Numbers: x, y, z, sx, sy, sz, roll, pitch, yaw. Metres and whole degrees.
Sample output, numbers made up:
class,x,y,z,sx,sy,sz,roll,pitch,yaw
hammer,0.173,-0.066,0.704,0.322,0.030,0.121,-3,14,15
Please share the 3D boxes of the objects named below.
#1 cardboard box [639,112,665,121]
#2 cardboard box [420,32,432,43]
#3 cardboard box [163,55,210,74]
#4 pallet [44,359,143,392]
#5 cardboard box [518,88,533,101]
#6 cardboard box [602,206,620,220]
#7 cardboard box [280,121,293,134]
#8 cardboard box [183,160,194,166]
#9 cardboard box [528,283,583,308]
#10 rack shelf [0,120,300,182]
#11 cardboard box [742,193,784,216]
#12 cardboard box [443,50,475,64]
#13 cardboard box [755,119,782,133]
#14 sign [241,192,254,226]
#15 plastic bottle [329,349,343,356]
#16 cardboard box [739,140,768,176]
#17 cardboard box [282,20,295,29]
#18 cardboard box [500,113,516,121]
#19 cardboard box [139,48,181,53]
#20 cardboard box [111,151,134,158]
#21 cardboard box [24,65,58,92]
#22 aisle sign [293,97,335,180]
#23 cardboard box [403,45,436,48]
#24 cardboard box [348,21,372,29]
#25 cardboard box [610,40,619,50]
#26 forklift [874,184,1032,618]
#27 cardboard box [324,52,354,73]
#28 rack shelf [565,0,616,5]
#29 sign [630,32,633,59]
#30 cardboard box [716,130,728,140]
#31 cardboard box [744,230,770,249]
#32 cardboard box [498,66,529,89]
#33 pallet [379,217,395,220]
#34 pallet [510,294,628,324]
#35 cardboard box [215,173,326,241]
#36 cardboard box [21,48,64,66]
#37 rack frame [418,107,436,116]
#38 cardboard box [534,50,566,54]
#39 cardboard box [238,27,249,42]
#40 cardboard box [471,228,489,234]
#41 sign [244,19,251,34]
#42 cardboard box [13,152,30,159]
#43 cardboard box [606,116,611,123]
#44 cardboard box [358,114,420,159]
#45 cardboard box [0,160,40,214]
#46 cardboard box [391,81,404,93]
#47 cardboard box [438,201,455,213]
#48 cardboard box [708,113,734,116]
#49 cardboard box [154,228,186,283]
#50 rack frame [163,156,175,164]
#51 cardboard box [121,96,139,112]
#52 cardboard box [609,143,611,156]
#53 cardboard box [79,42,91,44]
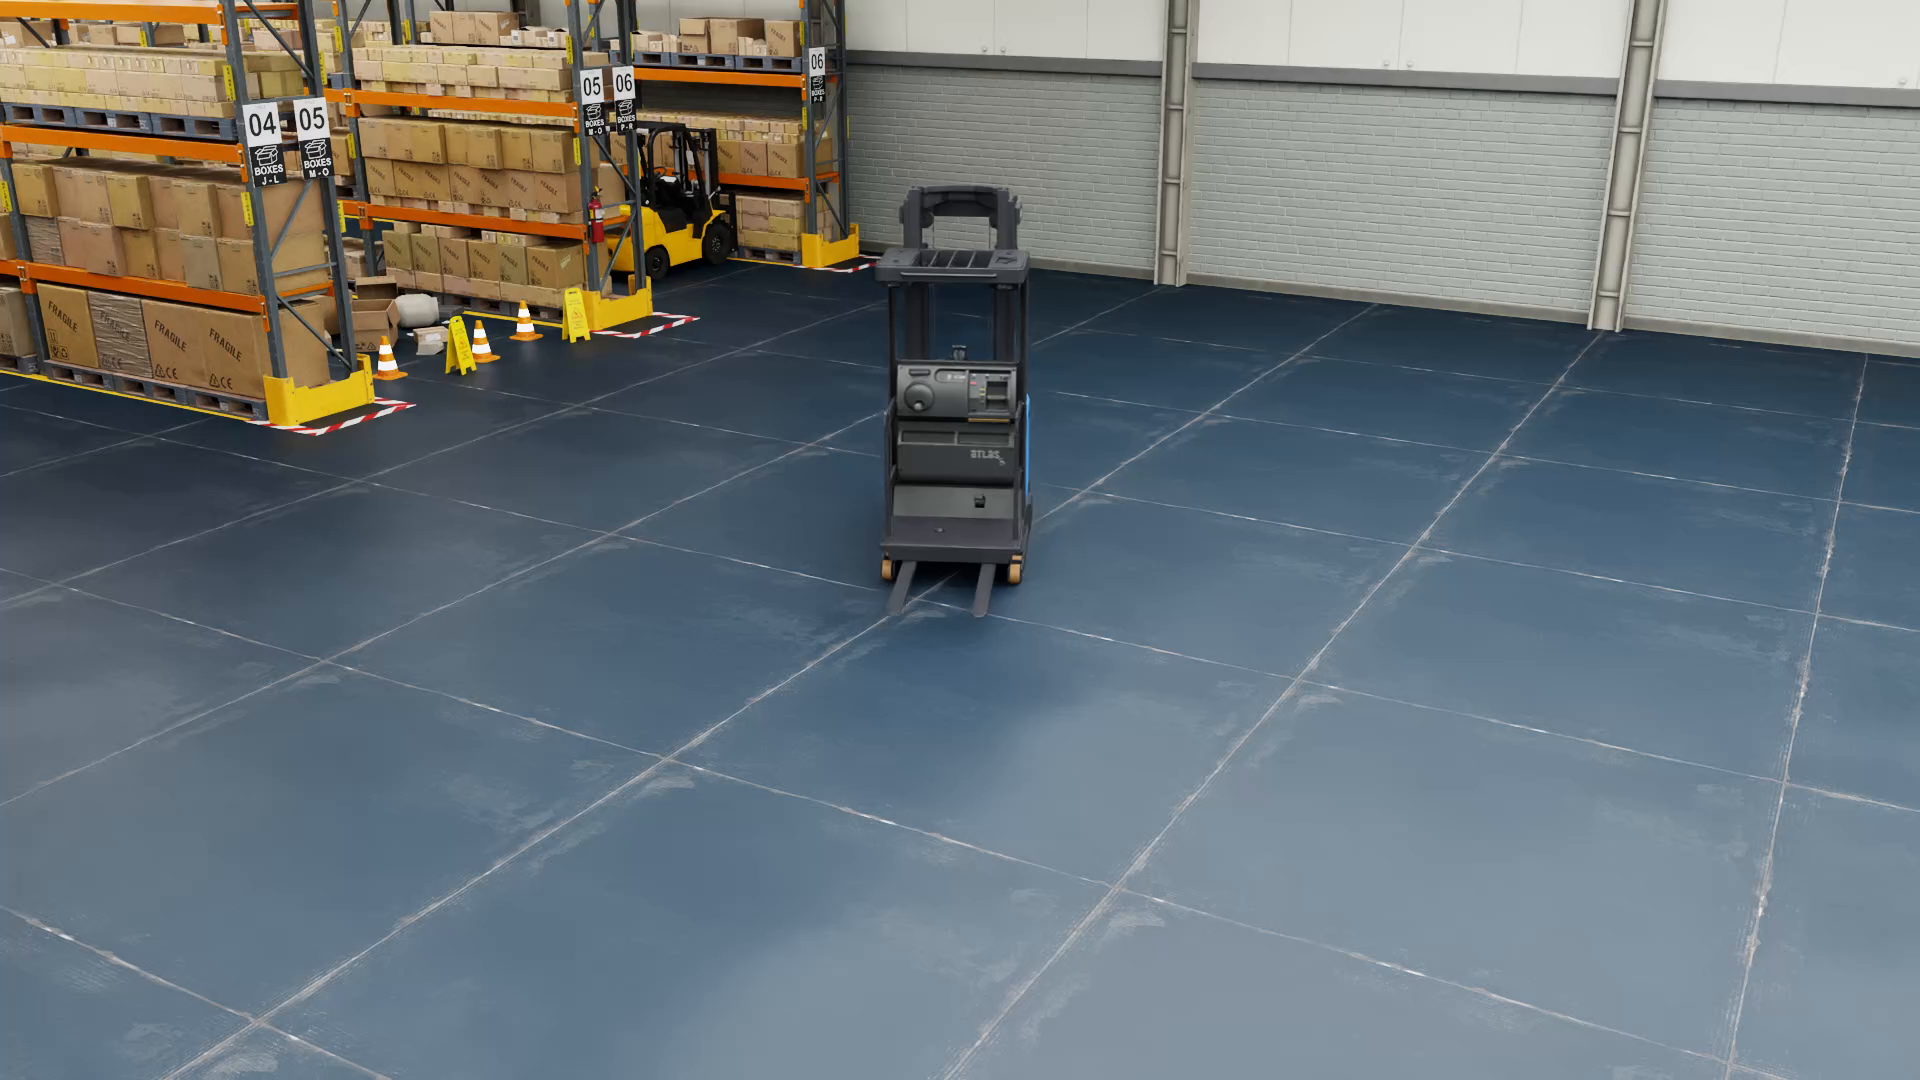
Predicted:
class,x,y,z,sx,sy,sz,roll,pitch,yaw
cardboard box,-4.880,-6.702,26.409,0.250,0.149,0.380,10,22,26
cardboard box,-8.848,-8.470,27.997,0.250,0.166,0.380,11,23,27
cardboard box,-7.664,-4.725,16.530,0.250,0.149,0.380,11,23,28
pallet,-9.630,-1.979,19.011,1.213,0.211,1.003,11,23,27
cardboard box,-5.334,-5.619,20.926,0.250,0.149,0.380,12,23,29
cardboard box,-4.633,-4.265,21.592,0.250,0.149,0.380,11,23,28
cardboard box,-9.302,-5.778,23.245,0.250,0.149,0.380,10,22,25
cardboard box,-11.229,-5.565,24.561,0.250,0.149,0.380,9,22,24
cardboard box,-5.296,-3.228,21.781,0.500,0.250,0.500,11,23,27
rack shelf,-8.510,-4.179,17.643,4.000,0.370,1.077,11,23,27
cardboard box,-3.023,-5.185,25.710,0.500,0.250,0.500,11,23,28
cardboard box,-6.417,-6.213,21.395,0.250,0.149,0.380,11,23,28
cardboard box,-2.908,-6.299,25.297,0.250,0.149,0.380,11,23,28
sign,-7.040,-3.271,16.438,0.005,0.325,0.100,11,23,27
plastic bottle,-7.457,-2.252,19.984,0.283,0.061,0.133,3,20,9
cardboard box,-3.026,-5.883,25.537,0.500,0.500,0.500,12,23,29
cardboard box,-11.744,-9.122,29.384,0.250,0.149,0.380,10,22,26
cardboard box,-7.464,-7.059,27.828,0.250,0.149,0.380,11,23,27
cardboard box,-8.455,-5.132,17.653,0.250,0.149,0.380,11,23,28
cardboard box,-12.418,-5.849,25.077,0.500,0.250,0.500,10,22,26
cardboard box,-9.524,-4.915,17.639,0.500,0.250,0.500,11,22,27
aisle sign,-6.555,-4.074,16.885,0.004,0.787,0.394,11,23,27
cardboard box,-7.282,-6.589,22.430,0.250,0.149,0.380,10,22,26
cardboard box,-10.360,-8.884,28.758,0.250,0.149,0.380,10,22,26
cardboard box,-5.269,-7.780,26.120,0.250,0.149,0.380,11,23,28
forklift,-0.042,-1.151,12.740,1.130,2.935,3.031,2,20,5
cardboard box,-8.510,-6.521,22.649,0.500,0.250,0.500,10,22,26
rack shelf,-6.184,-7.078,21.241,4.000,0.370,1.077,11,23,27
sign,-4.173,-6.247,21.008,0.005,0.325,0.100,11,23,27
cardboard box,-3.592,-6.275,25.668,0.250,0.149,0.380,11,23,28
cardboard box,-3.014,-4.718,25.888,0.500,0.250,0.500,11,23,27
cardboard box,-5.448,-5.837,20.943,0.500,0.250,0.500,10,22,27
pallet,-9.638,-5.898,29.815,1.213,0.211,1.003,11,23,27
pallet,-5.196,-3.112,22.135,1.213,0.211,1.003,11,23,27
cardboard box,-7.069,-3.426,17.107,0.550,0.550,0.875,11,23,27
cardboard box,-9.660,-5.105,17.577,0.250,0.149,0.380,11,22,27
rack frame,-9.005,-7.074,28.966,0.127,3.000,1.000,11,23,27
cardboard box,-5.247,-6.213,21.393,0.250,0.149,0.380,11,23,27
cardboard box,-13.040,-9.224,30.279,0.500,0.250,0.500,11,23,28
cardboard box,-6.392,-4.000,22.811,0.500,0.500,0.500,12,23,30
sign,-12.755,-9.229,29.752,0.005,0.325,0.100,11,23,27
cardboard box,-14.659,-6.038,26.332,0.500,0.250,0.500,10,22,26
cardboard box,-5.715,-6.883,27.342,0.250,0.149,0.380,10,22,26
cardboard box,-7.652,-5.449,22.439,0.500,0.500,0.700,11,22,27
cardboard box,-10.692,-4.037,18.984,0.500,0.500,0.700,10,22,26
cardboard box,-7.306,-6.029,22.055,0.250,0.149,0.380,11,23,27
cardboard box,-6.699,-4.449,22.098,0.250,0.149,0.380,11,23,28
cardboard box,-3.778,-6.663,26.301,0.250,0.149,0.380,12,23,29
cardboard box,-8.028,-3.109,17.816,0.550,0.550,0.875,11,23,27
rack frame,-11.422,-5.595,24.891,0.127,3.000,1.000,11,23,27
cardboard box,-8.328,-4.477,17.014,0.250,0.149,0.380,11,23,28
cardboard box,-5.814,-6.502,27.610,0.500,0.250,0.500,11,23,28
cardboard box,-12.795,-7.264,24.675,0.258,0.266,0.396,10,22,26
